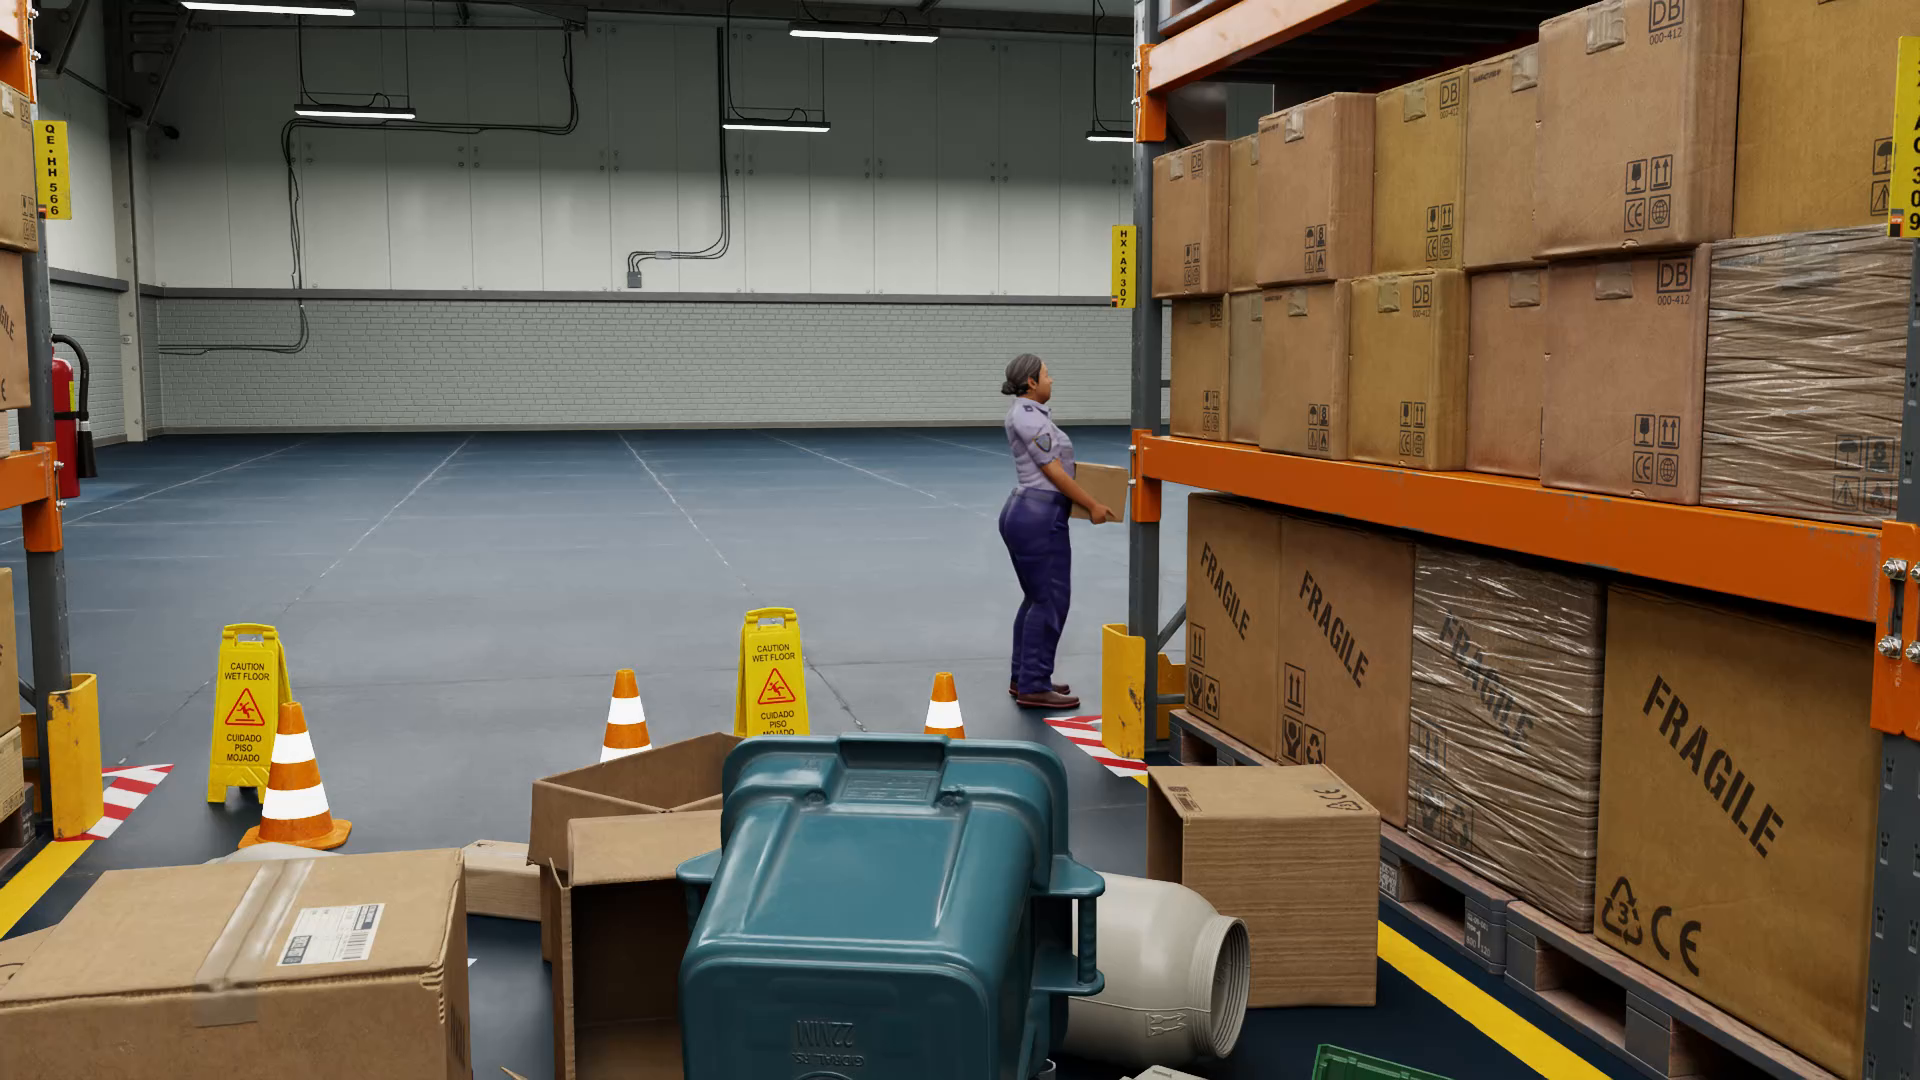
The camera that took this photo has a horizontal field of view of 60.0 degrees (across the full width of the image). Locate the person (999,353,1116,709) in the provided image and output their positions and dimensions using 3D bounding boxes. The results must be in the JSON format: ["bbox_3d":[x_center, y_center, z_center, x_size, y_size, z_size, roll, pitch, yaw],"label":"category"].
[{"bbox_3d":[0.446,-0.052,7.786,0.517,1.637,0.453,-1,6,-7],"label":"person"}]
